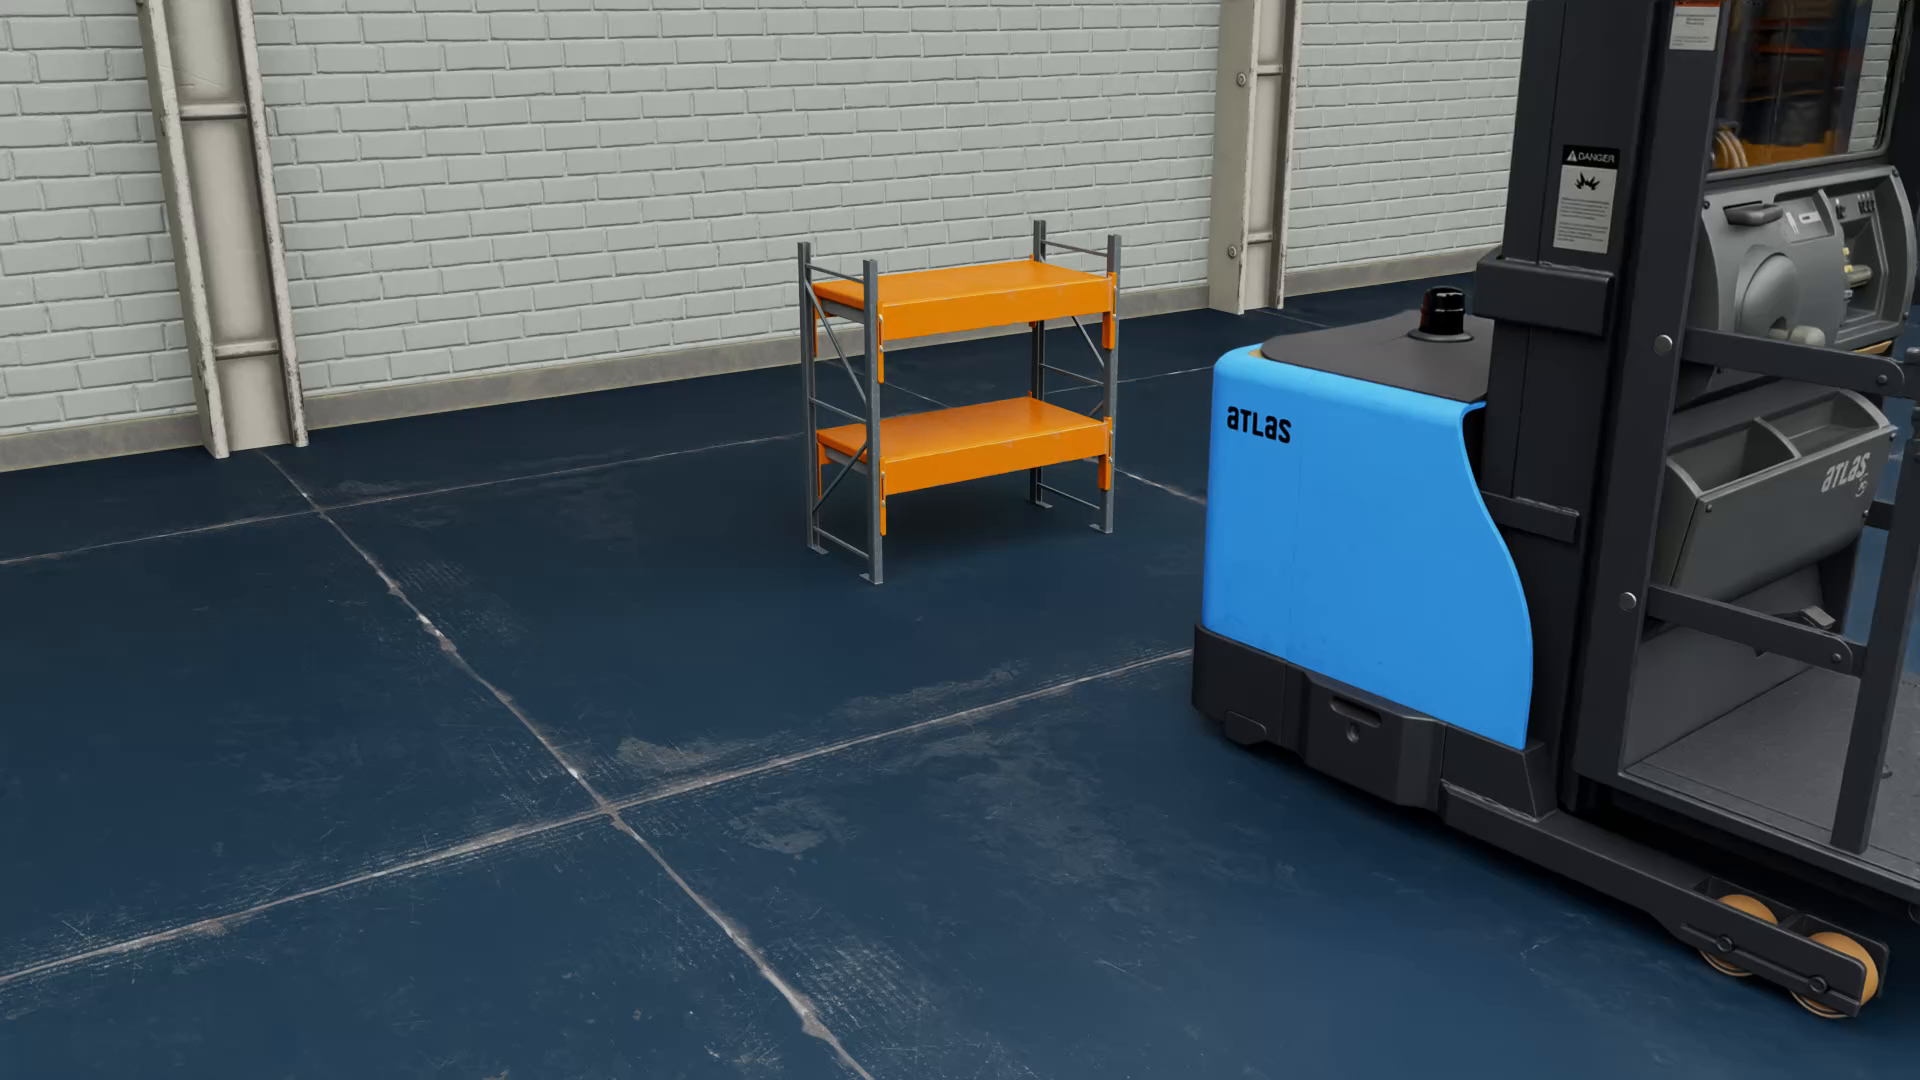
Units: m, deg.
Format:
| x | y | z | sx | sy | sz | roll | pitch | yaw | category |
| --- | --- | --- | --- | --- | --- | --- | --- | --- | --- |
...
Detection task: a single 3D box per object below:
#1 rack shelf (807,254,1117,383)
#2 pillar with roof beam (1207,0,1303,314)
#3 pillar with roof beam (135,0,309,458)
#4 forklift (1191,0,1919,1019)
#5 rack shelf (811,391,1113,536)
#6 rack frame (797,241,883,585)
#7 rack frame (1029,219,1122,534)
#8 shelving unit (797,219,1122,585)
| x | y | z | sx | sy | sz | roll | pitch | yaw | category |
| --- | --- | --- | --- | --- | --- | --- | --- | --- | --- |
| 0.006 | -0.811 | 5.974 | 1.000 | 0.278 | 0.538 | -12 | 22 | -31 | rack shelf |
| 4.190 | -4.602 | 5.806 | 0.400 | 9.000 | 9.100 | -12 | 22 | -31 | pillar with roof beam |
| -0.821 | -3.545 | 2.680 | 0.400 | 9.000 | 9.100 | -12 | 22 | -31 | pillar with roof beam |
| 1.977 | -0.601 | 3.445 | 1.130 | 2.935 | 3.031 | -15 | 24 | -37 | forklift |
| 0.006 | -0.302 | 6.146 | 1.000 | 0.278 | 0.538 | -12 | 22 | -31 | rack shelf |
| -0.419 | -0.445 | 5.803 | 0.032 | 1.125 | 0.500 | -12 | 22 | -31 | rack frame |
| 0.430 | -0.624 | 6.333 | 0.032 | 1.125 | 0.500 | -12 | 22 | -31 | rack frame |
| 0.006 | -0.534 | 6.068 | 1.048 | 1.125 | 0.538 | -12 | 22 | -31 | shelving unit |
